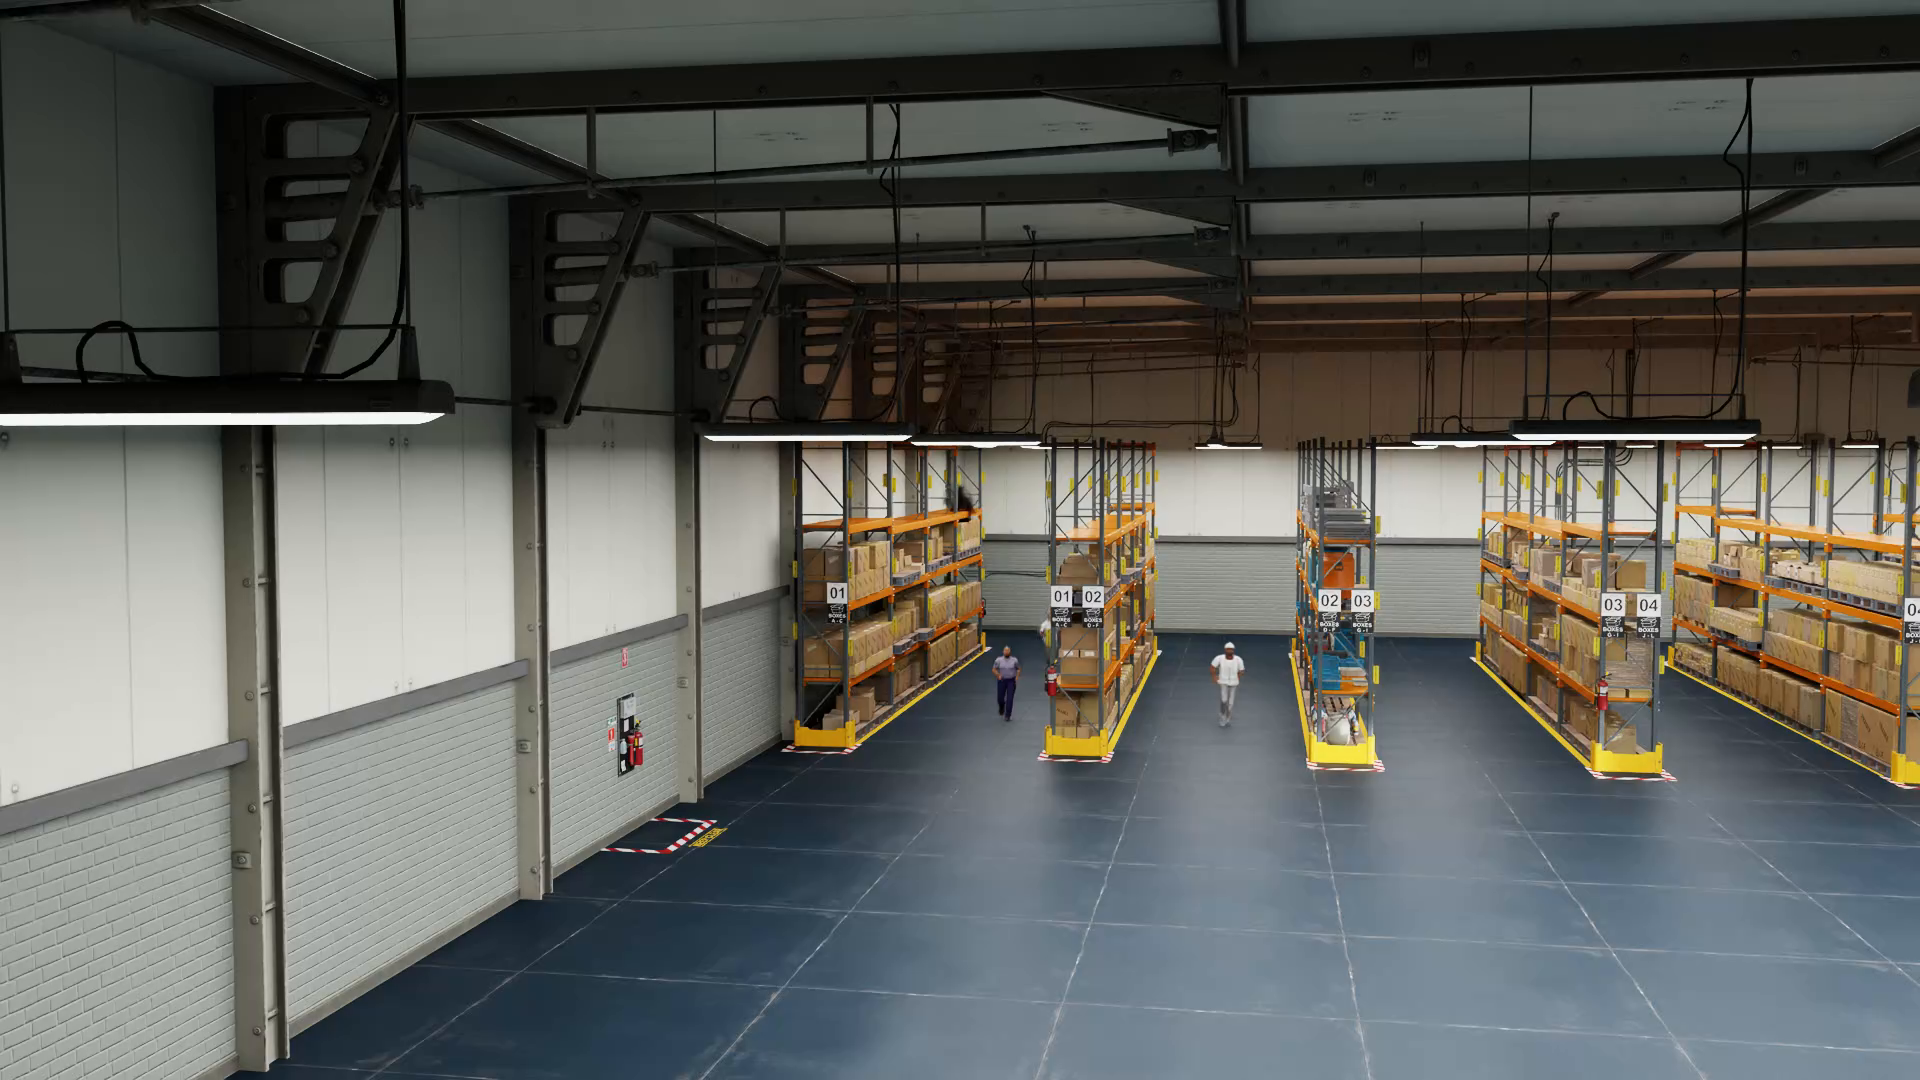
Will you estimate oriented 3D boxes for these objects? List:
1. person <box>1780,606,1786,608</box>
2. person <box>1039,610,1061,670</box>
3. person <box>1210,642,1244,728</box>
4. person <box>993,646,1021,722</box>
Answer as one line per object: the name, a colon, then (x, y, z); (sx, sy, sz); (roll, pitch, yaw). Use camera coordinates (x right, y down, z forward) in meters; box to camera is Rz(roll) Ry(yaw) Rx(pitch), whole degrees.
person: (20.971, 2.562, 42.384); (0.704, 1.761, 1.049); (0, 3, 7)
person: (2.270, 2.593, 41.556); (0.590, 1.710, 0.920); (1, 3, 10)
person: (5.587, 3.018, 34.615); (0.673, 1.777, 0.710); (0, 3, -1)
person: (1.002, 3.047, 35.435); (0.604, 1.603, 0.601); (0, 3, 1)
